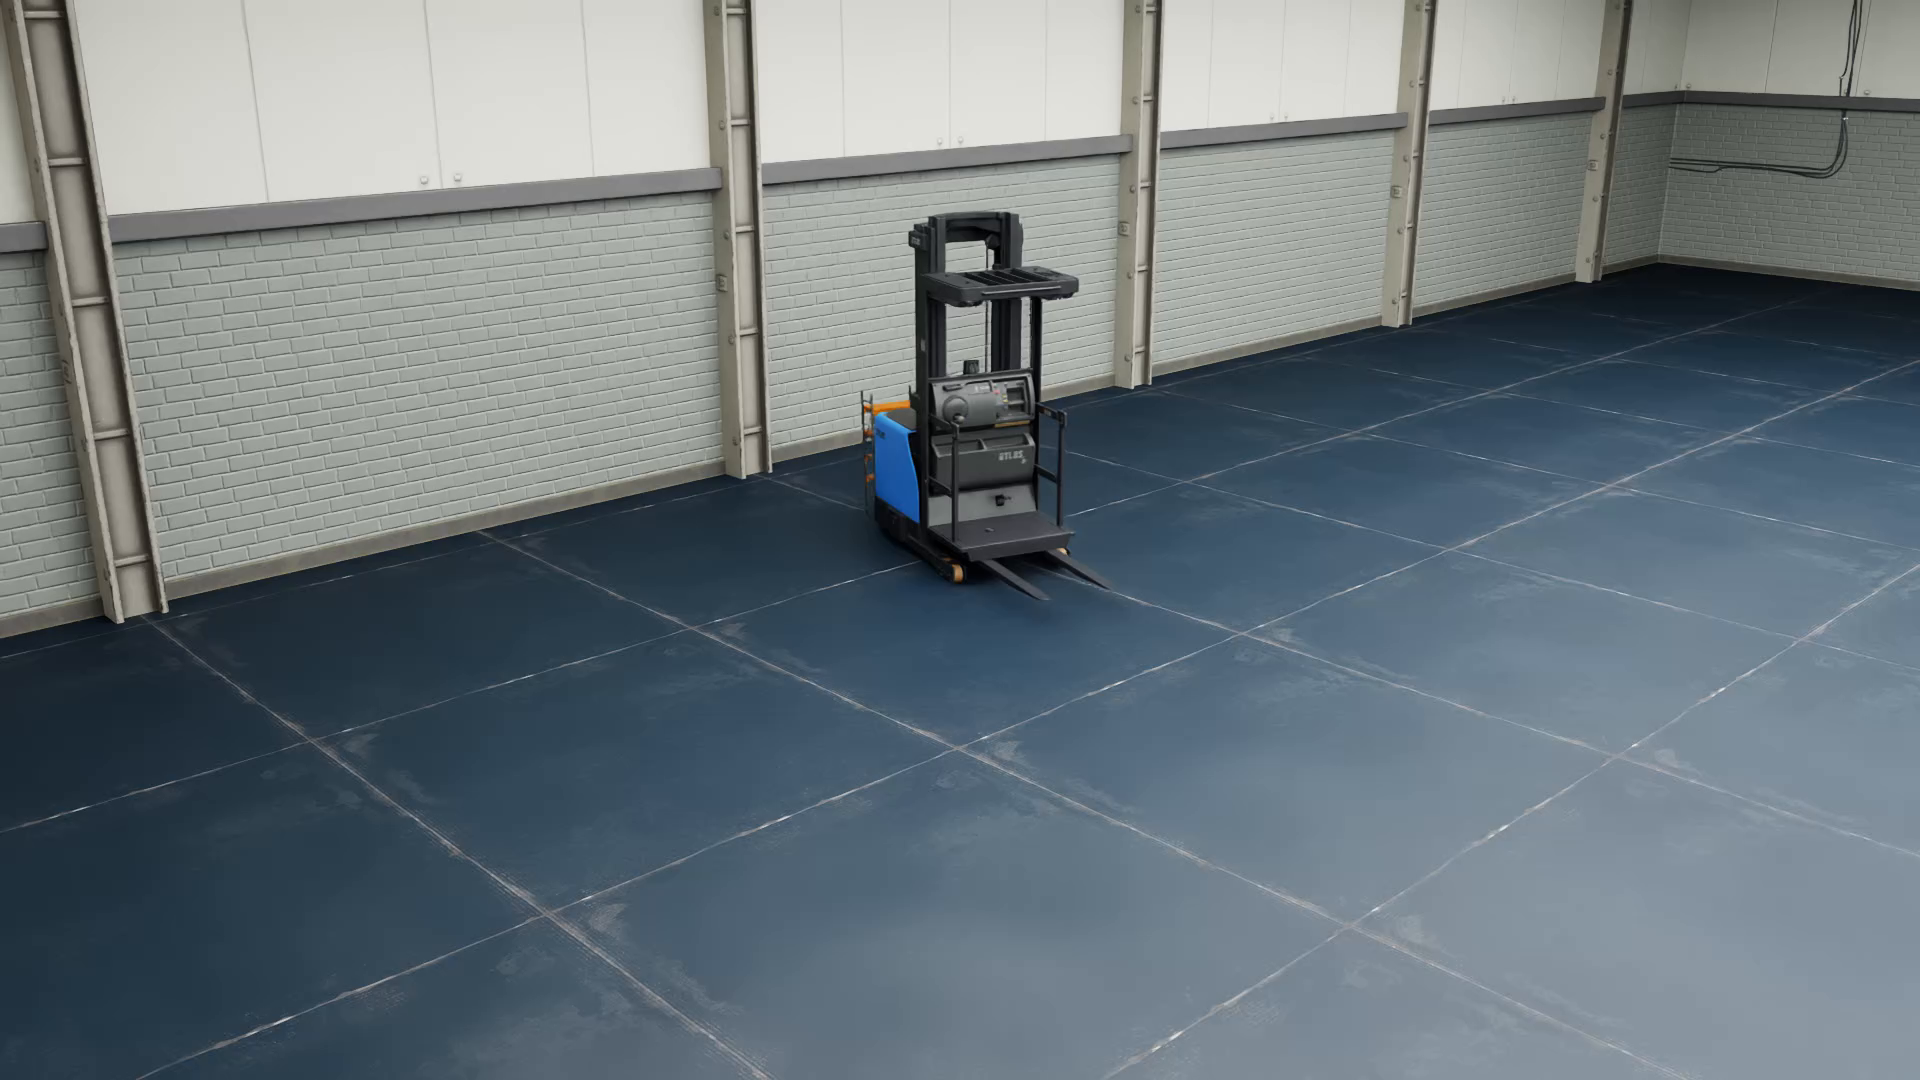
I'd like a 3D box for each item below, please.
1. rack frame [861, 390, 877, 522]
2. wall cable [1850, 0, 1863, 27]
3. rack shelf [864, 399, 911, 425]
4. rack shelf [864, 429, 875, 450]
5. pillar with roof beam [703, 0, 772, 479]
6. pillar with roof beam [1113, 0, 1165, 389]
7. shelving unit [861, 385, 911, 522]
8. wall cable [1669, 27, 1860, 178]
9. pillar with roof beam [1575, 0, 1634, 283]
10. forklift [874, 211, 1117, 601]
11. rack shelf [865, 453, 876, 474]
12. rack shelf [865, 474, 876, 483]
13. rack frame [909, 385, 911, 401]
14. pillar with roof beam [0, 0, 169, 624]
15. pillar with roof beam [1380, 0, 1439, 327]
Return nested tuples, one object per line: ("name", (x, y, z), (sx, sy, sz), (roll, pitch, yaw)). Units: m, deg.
("rack frame", (-0.844, -0.775, 15.409), (0.015, 1.200, 0.240), (-9, 17, -25))
("wall cable", (15.807, -9.436, 26.344), (0.112, 2.526, 3.097), (-16, 24, -41))
("rack shelf", (-0.635, -1.188, 15.410), (0.480, 0.148, 0.258), (-9, 17, -25))
("rack shelf", (-0.629, -0.960, 15.472), (0.480, 0.148, 0.258), (-9, 17, -25))
("pillar with roof beam", (0.778, -4.010, 12.763), (0.400, 9.000, 9.100), (-16, 24, -41))
("pillar with roof beam", (5.137, -5.282, 16.684), (0.400, 9.000, 9.100), (-16, 24, -41))
("shelving unit", (-0.626, -0.809, 15.513), (0.503, 1.200, 0.258), (-9, 17, -25))
("wall cable", (13.948, -7.640, 28.993), (0.112, 2.526, 3.097), (-16, 24, -41))
("pillar with roof beam", (13.857, -7.824, 24.527), (0.400, 9.000, 9.100), (-16, 24, -41))
("forklift", (0.293, -1.183, 13.880), (1.130, 2.935, 3.031), (-8, 20, -24))
("rack shelf", (-0.624, -0.744, 15.531), (0.480, 0.148, 0.258), (-9, 17, -25))
("rack shelf", (-0.619, -0.553, 15.583), (0.480, 0.148, 0.258), (-9, 17, -25))
("rack frame", (-0.408, -0.843, 15.617), (0.015, 1.200, 0.240), (-9, 17, -25))
("pillar with roof beam", (-3.582, -2.739, 8.842), (0.400, 9.000, 9.100), (-16, 24, -41))
("pillar with roof beam", (9.497, -6.553, 20.606), (0.400, 9.000, 9.100), (-16, 24, -41))
